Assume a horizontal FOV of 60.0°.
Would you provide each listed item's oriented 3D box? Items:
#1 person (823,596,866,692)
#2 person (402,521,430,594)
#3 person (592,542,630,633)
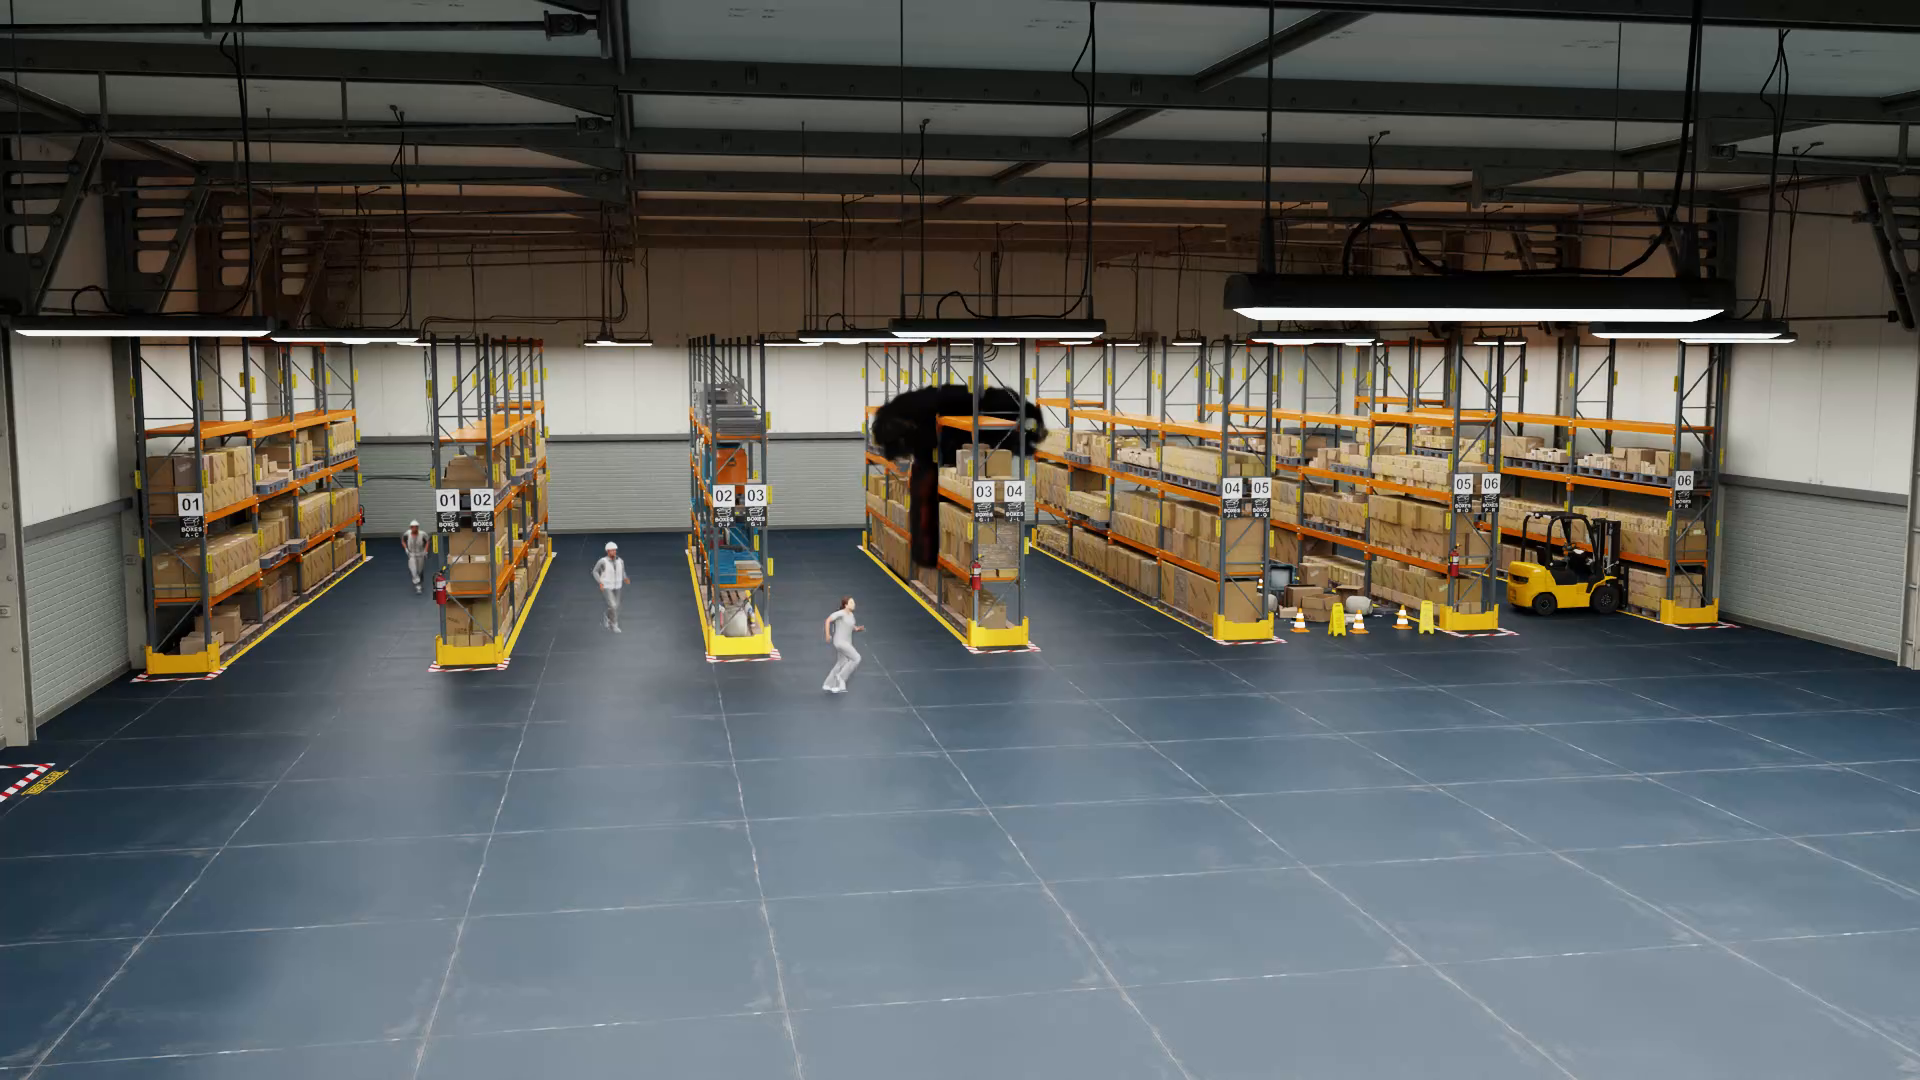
[{"bbox_3d":[-1.928,1.734,27.655,0.746,1.616,0.598,2,7,20],"label":"person"},{"bbox_3d":[-12.846,0.377,39.314,0.632,1.732,0.897,-1,7,-10],"label":"person"},{"bbox_3d":[-6.786,0.905,32.230,0.648,1.741,0.760,-6,9,-41],"label":"person"}]
